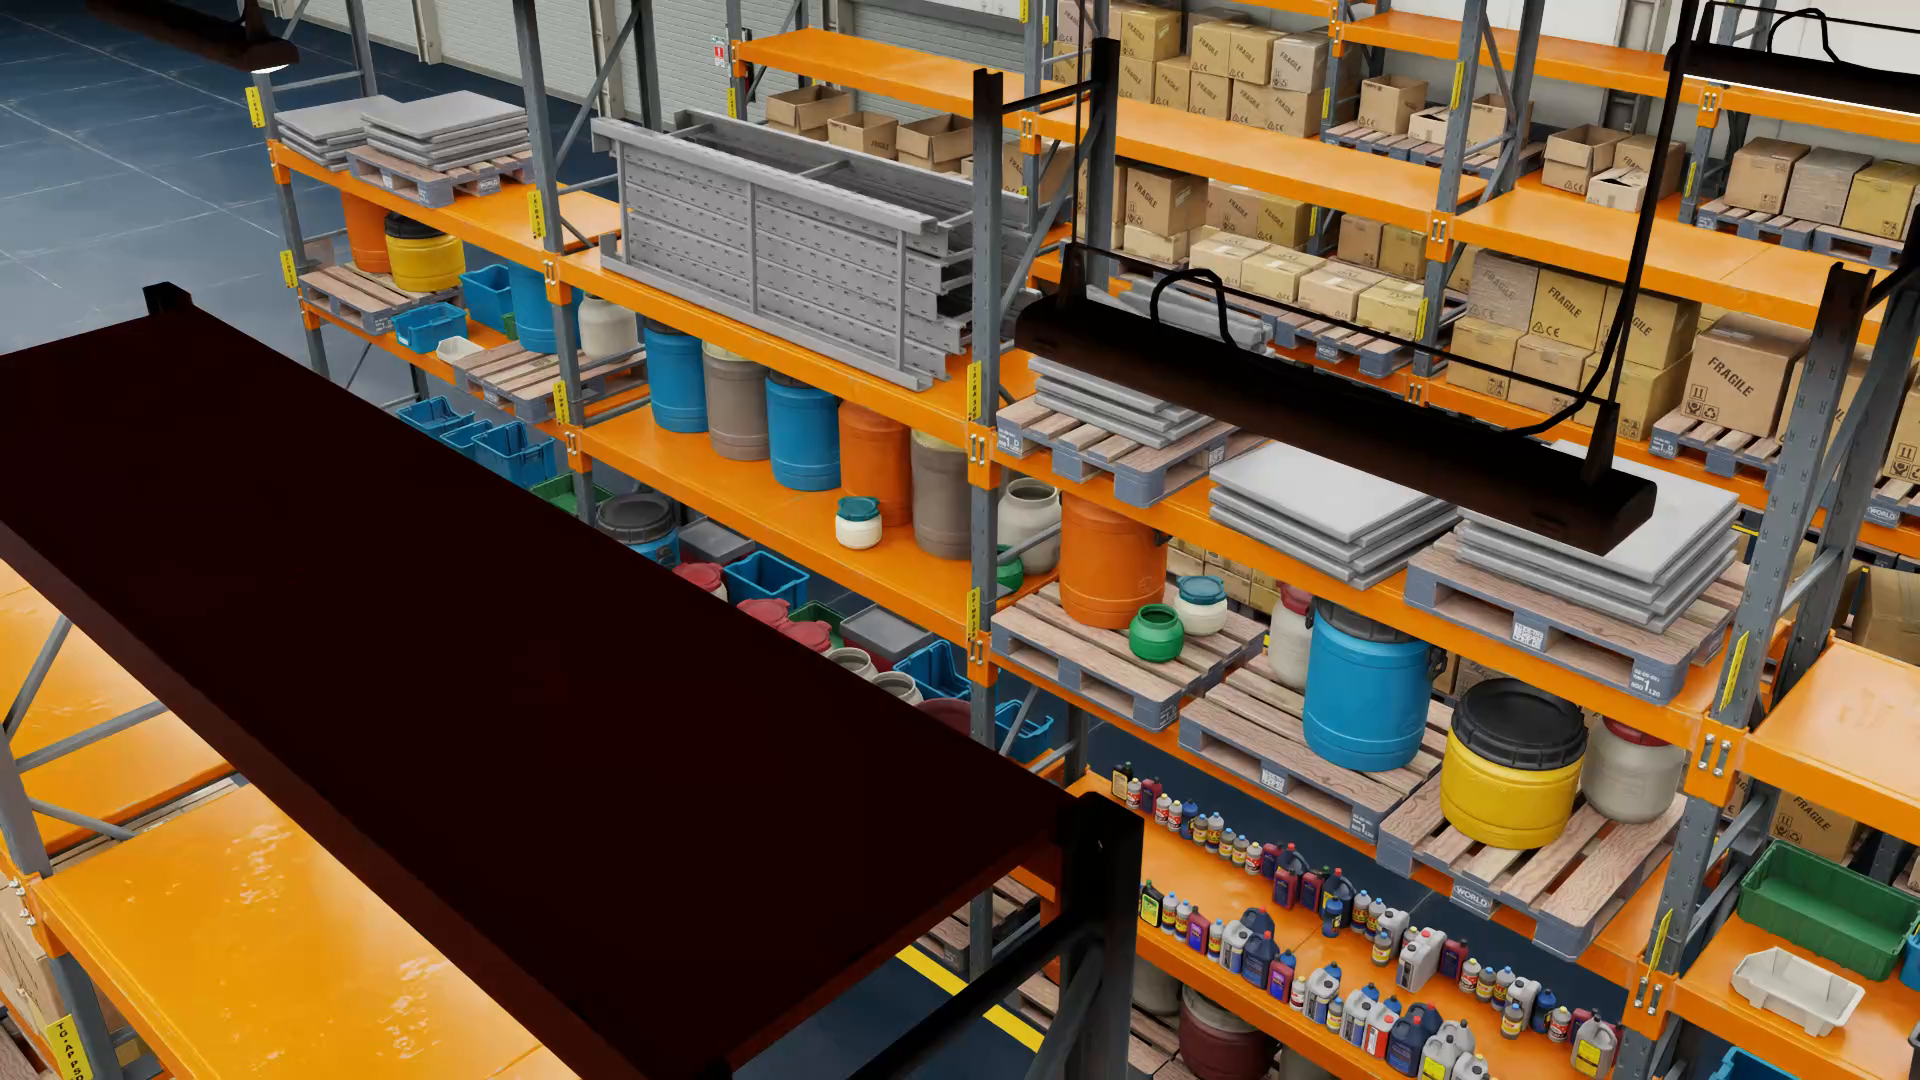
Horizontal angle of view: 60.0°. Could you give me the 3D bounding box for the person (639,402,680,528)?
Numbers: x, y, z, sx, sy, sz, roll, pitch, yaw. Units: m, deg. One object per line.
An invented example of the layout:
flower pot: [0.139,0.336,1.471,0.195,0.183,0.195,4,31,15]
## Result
person: [-2.913,-0.780,15.870,0.723,1.803,0.584,10,31,17]
